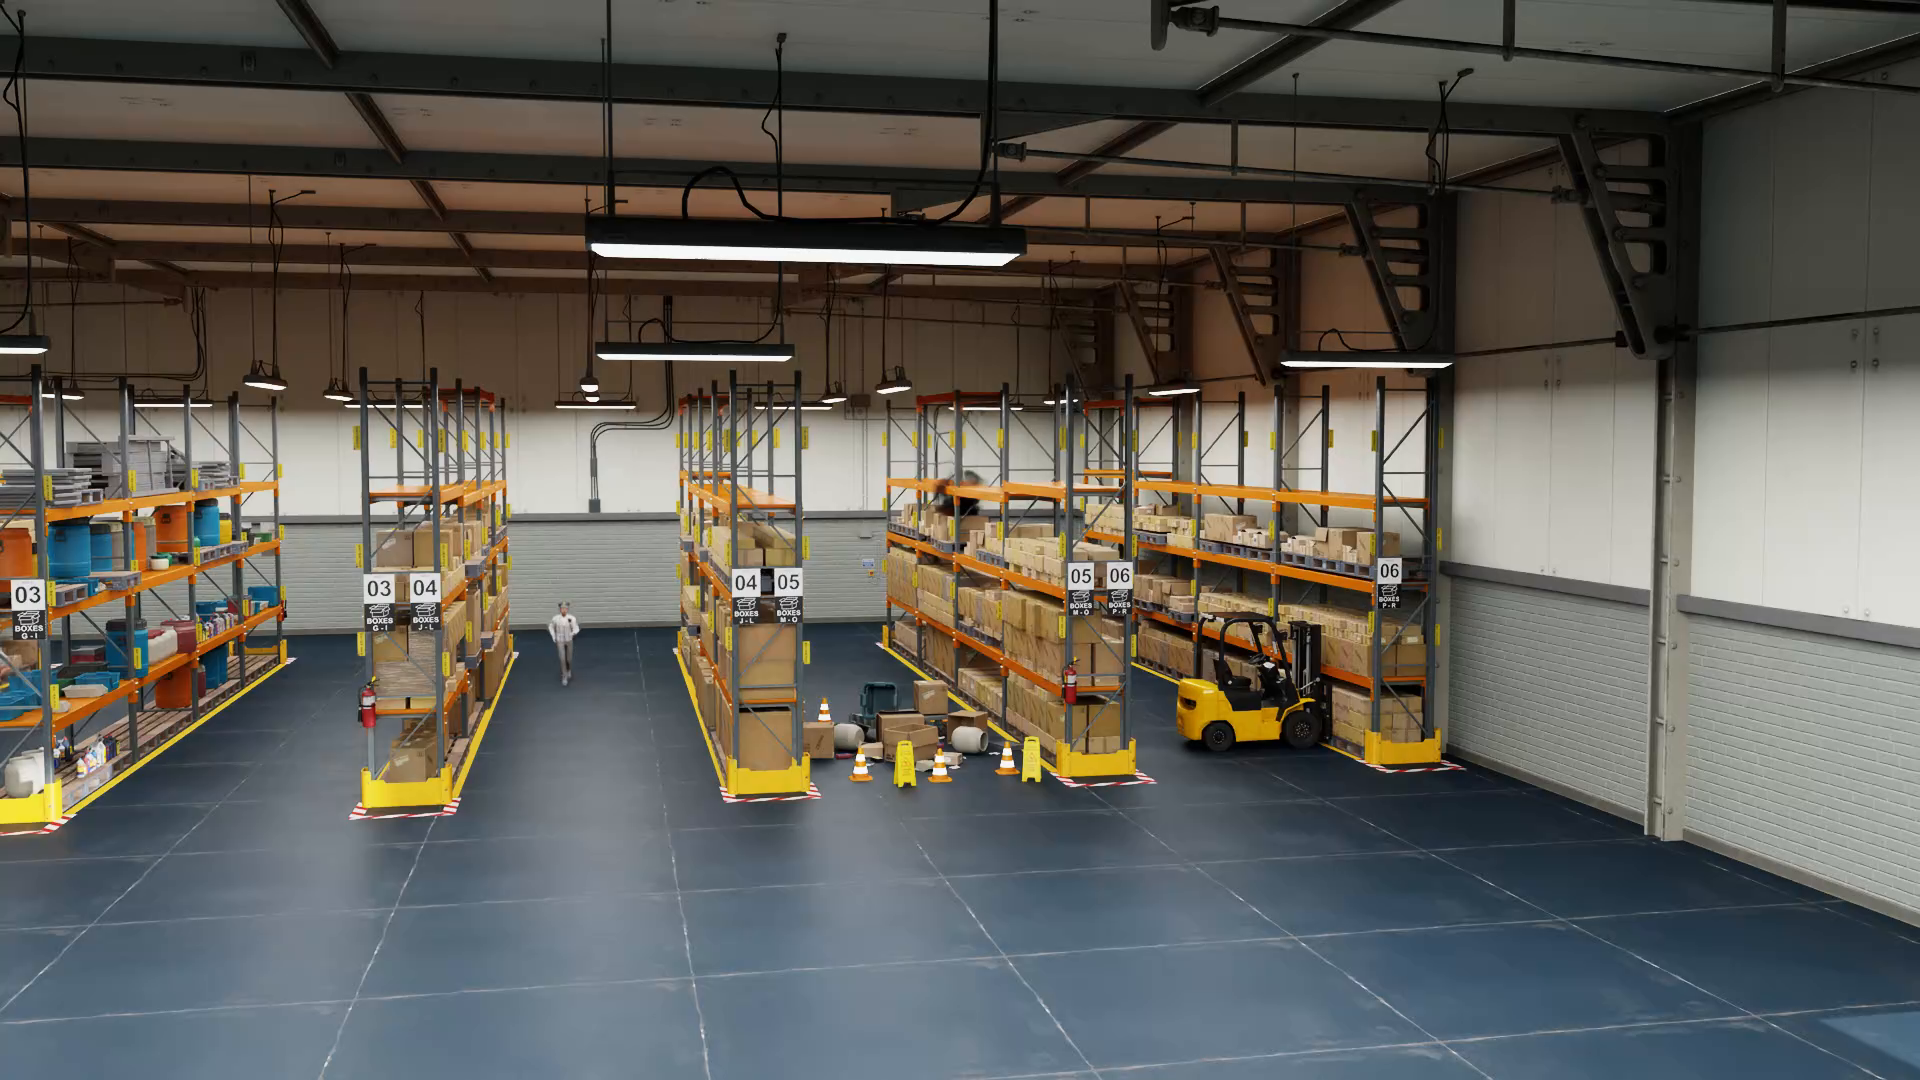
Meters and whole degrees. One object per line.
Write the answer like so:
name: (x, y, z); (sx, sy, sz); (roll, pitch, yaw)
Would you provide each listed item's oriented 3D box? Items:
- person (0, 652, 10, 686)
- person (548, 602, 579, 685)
person: (-16.493, 2.459, 28.148); (0.715, 1.745, 0.572); (-1, 4, -15)
person: (-8.192, 2.114, 34.415); (0.620, 1.700, 0.774); (-1, 4, -15)
